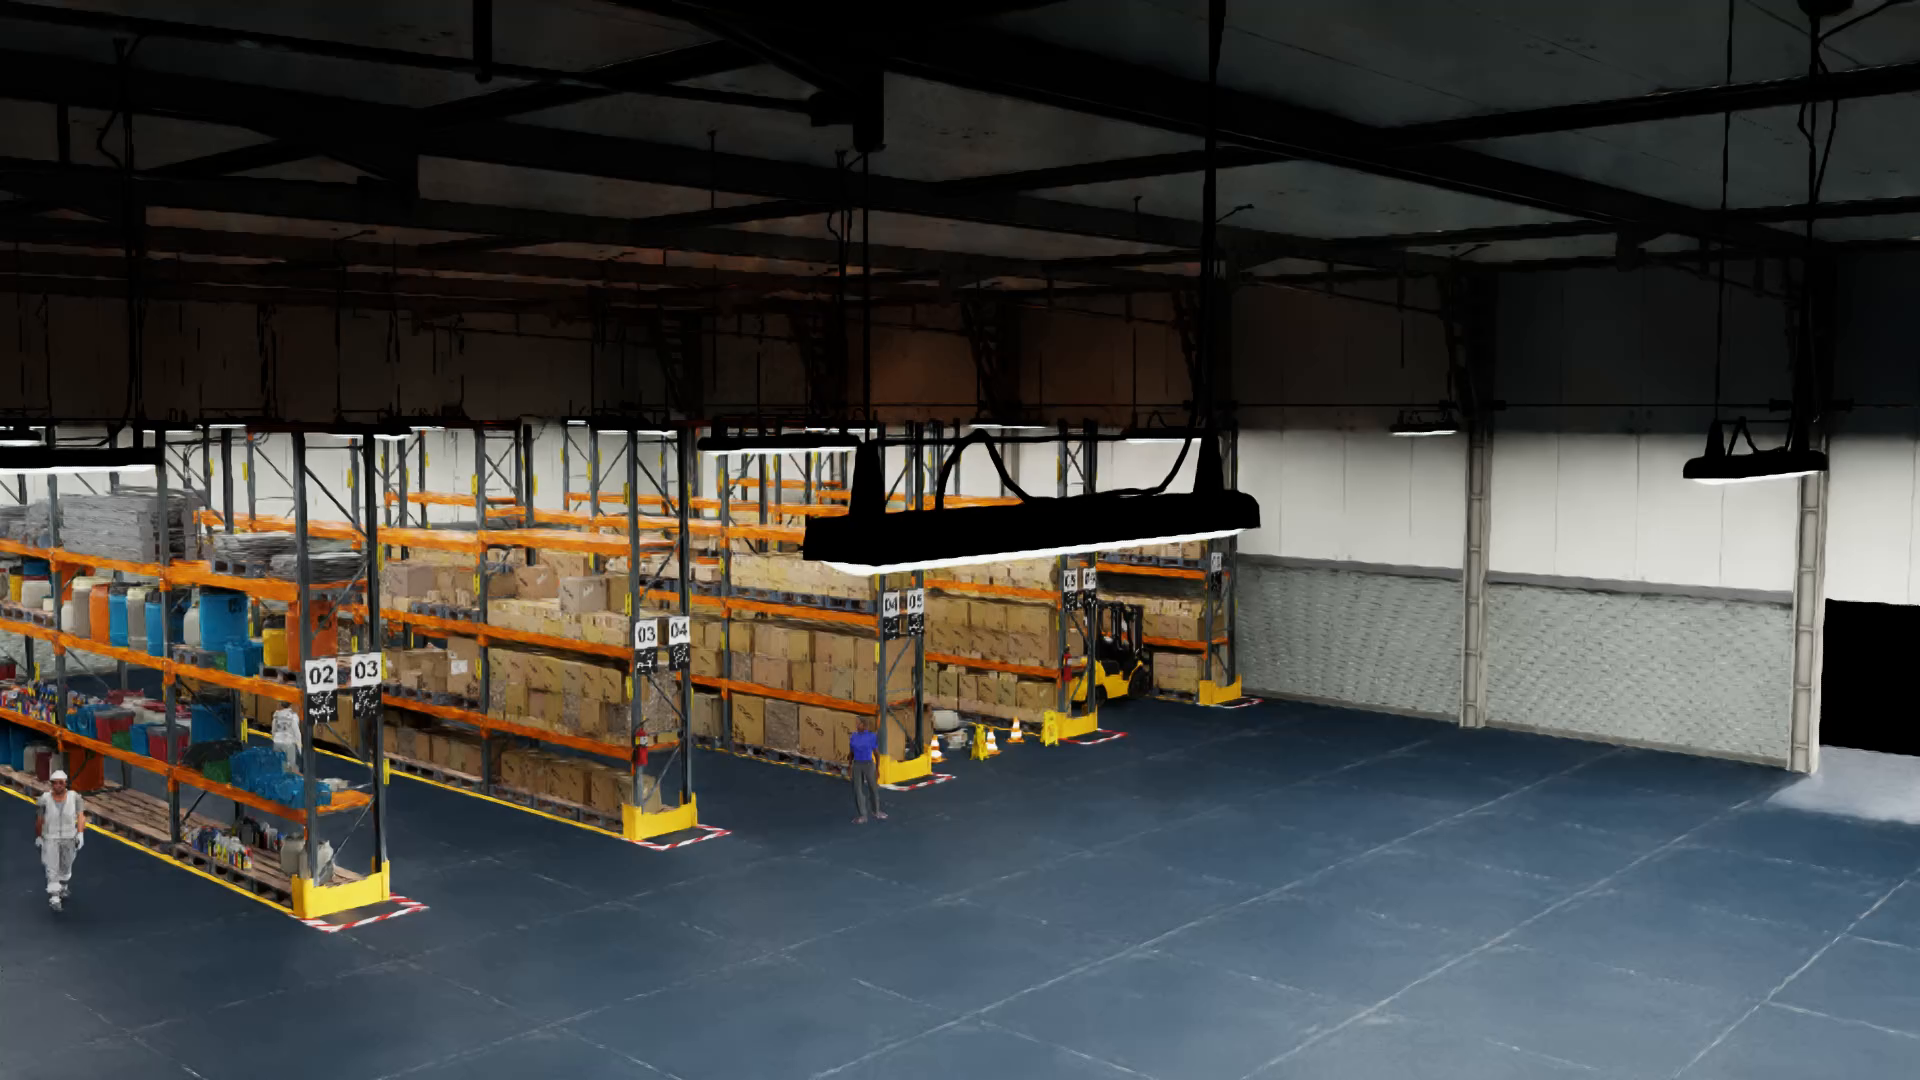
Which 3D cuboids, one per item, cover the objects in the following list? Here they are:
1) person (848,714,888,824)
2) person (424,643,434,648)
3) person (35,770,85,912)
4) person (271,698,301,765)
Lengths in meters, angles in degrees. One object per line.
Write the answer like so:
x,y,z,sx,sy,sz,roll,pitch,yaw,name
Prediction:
-1.417,3.452,25.280,0.571,1.650,0.534,1,5,14,person
-10.213,2.834,32.044,0.627,1.726,0.401,2,5,20,person
-11.305,3.744,20.929,0.529,1.728,1.037,-4,6,-39,person
-10.789,3.297,26.704,0.553,1.684,0.433,1,5,15,person
